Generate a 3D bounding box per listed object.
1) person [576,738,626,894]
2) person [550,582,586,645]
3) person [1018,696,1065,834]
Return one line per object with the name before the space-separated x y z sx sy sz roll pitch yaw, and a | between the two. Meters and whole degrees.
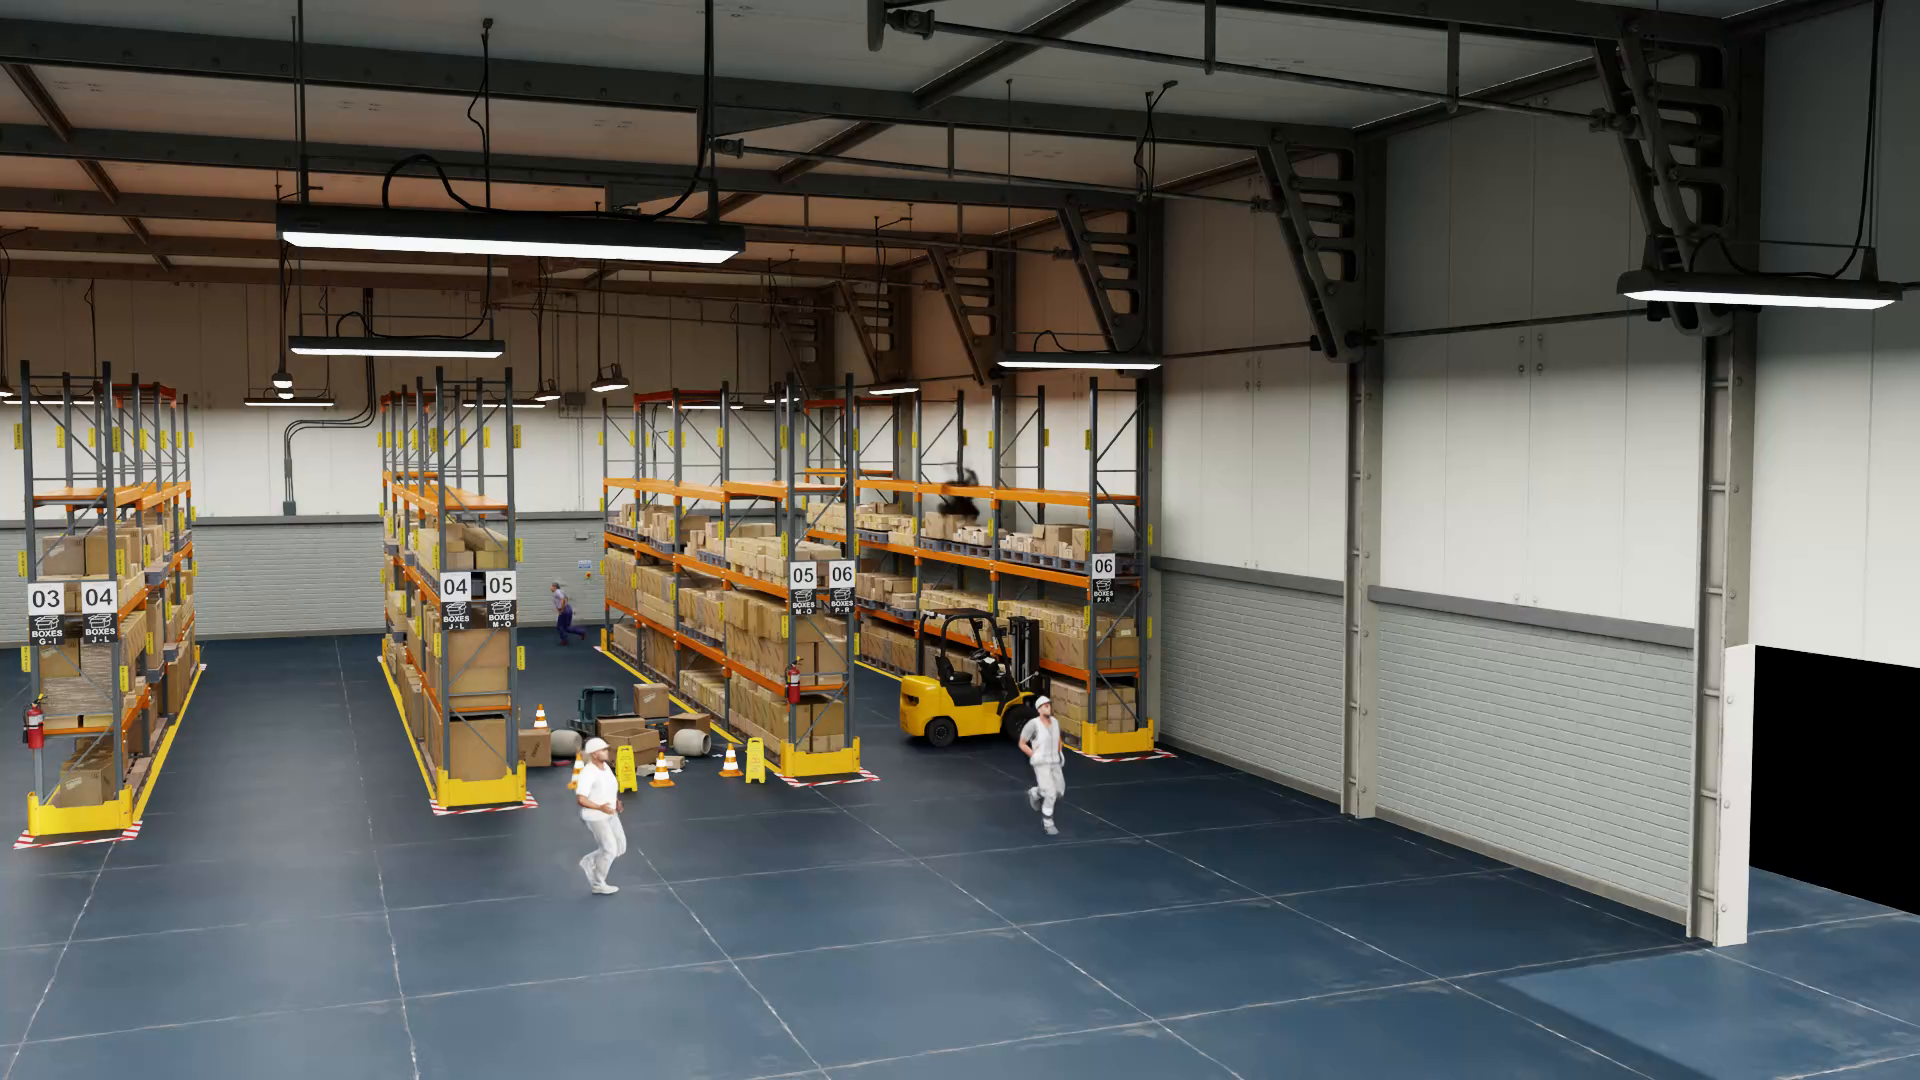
person | -3.961 3.036 18.334 0.603 1.718 0.692 1 4 13
person | -9.542 1.804 40.512 0.858 1.583 0.580 0 3 -6
person | 1.041 2.860 21.308 0.667 1.735 0.670 -3 5 -40
